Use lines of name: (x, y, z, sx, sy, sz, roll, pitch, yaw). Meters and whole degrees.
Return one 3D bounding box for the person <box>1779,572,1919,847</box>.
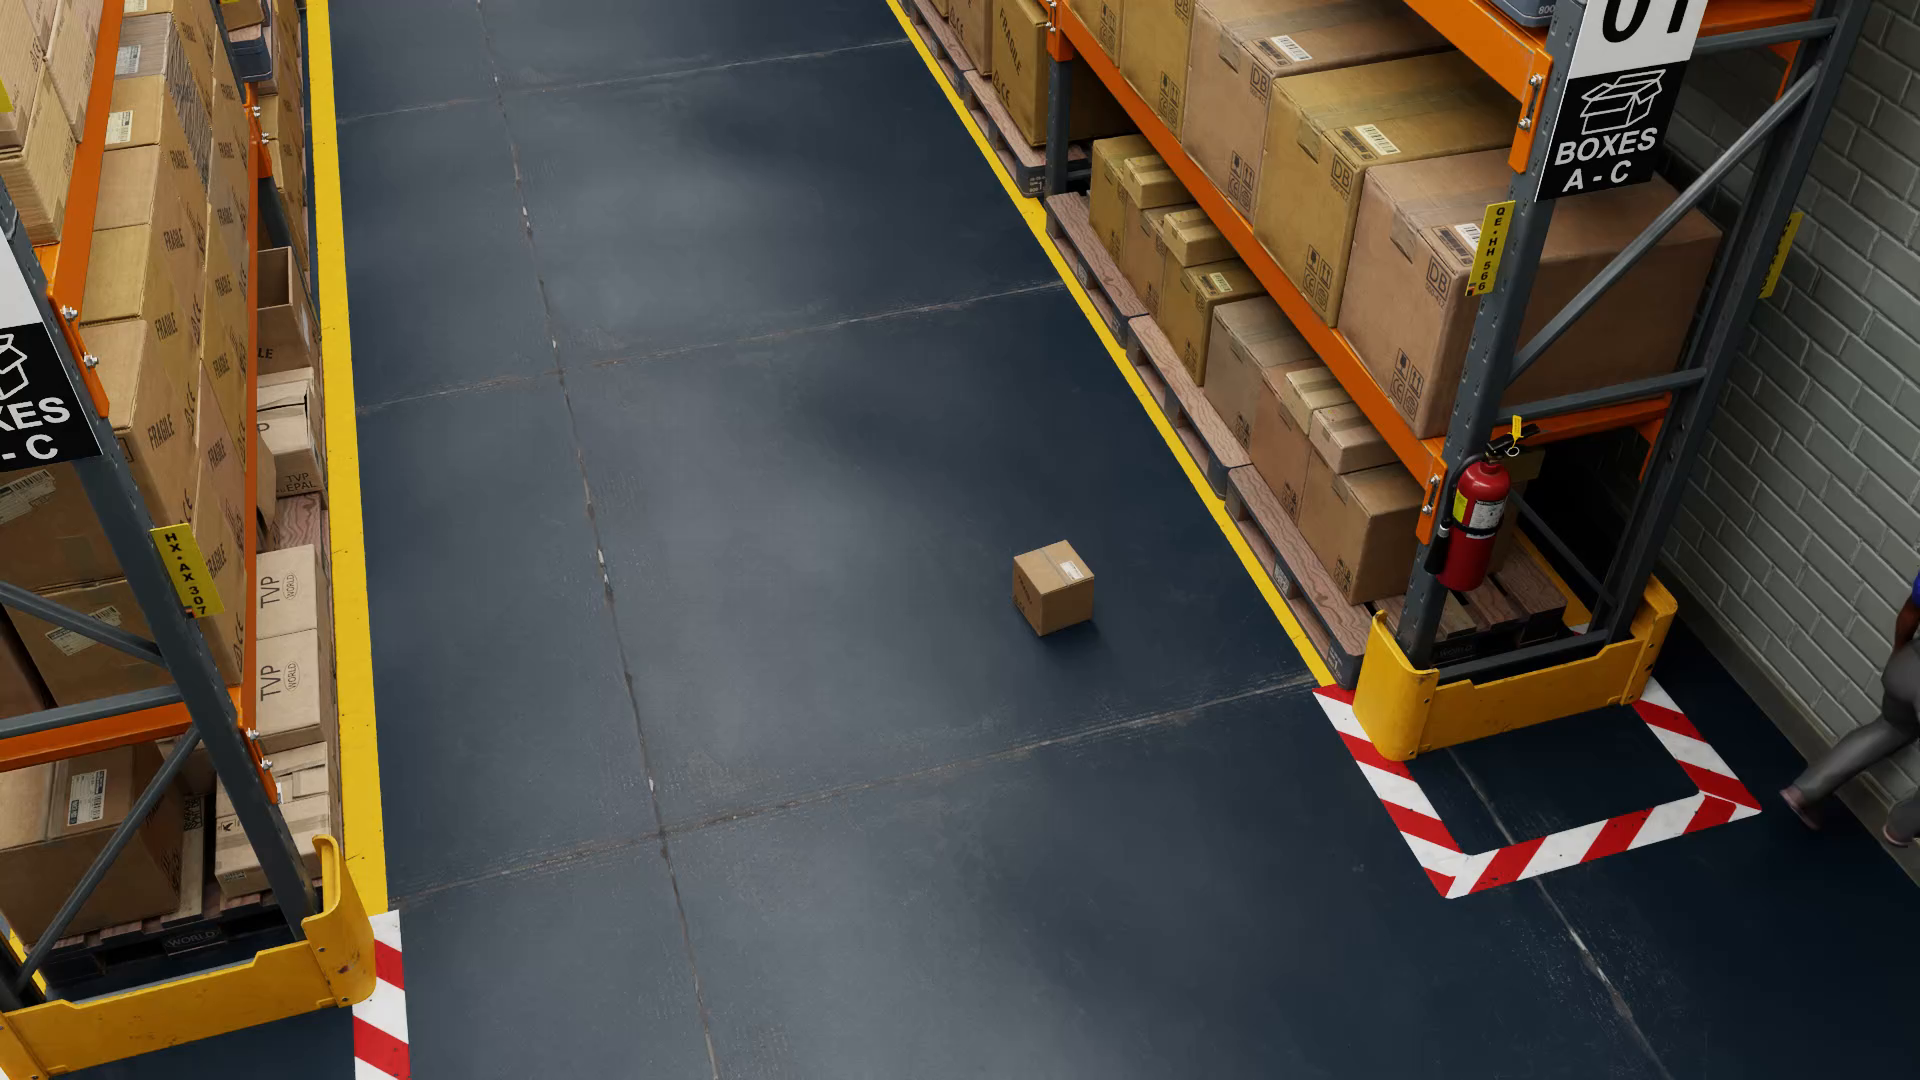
person: (3.325, 0.508, 5.600, 0.631, 1.641, 0.469, -10, 43, -11)
